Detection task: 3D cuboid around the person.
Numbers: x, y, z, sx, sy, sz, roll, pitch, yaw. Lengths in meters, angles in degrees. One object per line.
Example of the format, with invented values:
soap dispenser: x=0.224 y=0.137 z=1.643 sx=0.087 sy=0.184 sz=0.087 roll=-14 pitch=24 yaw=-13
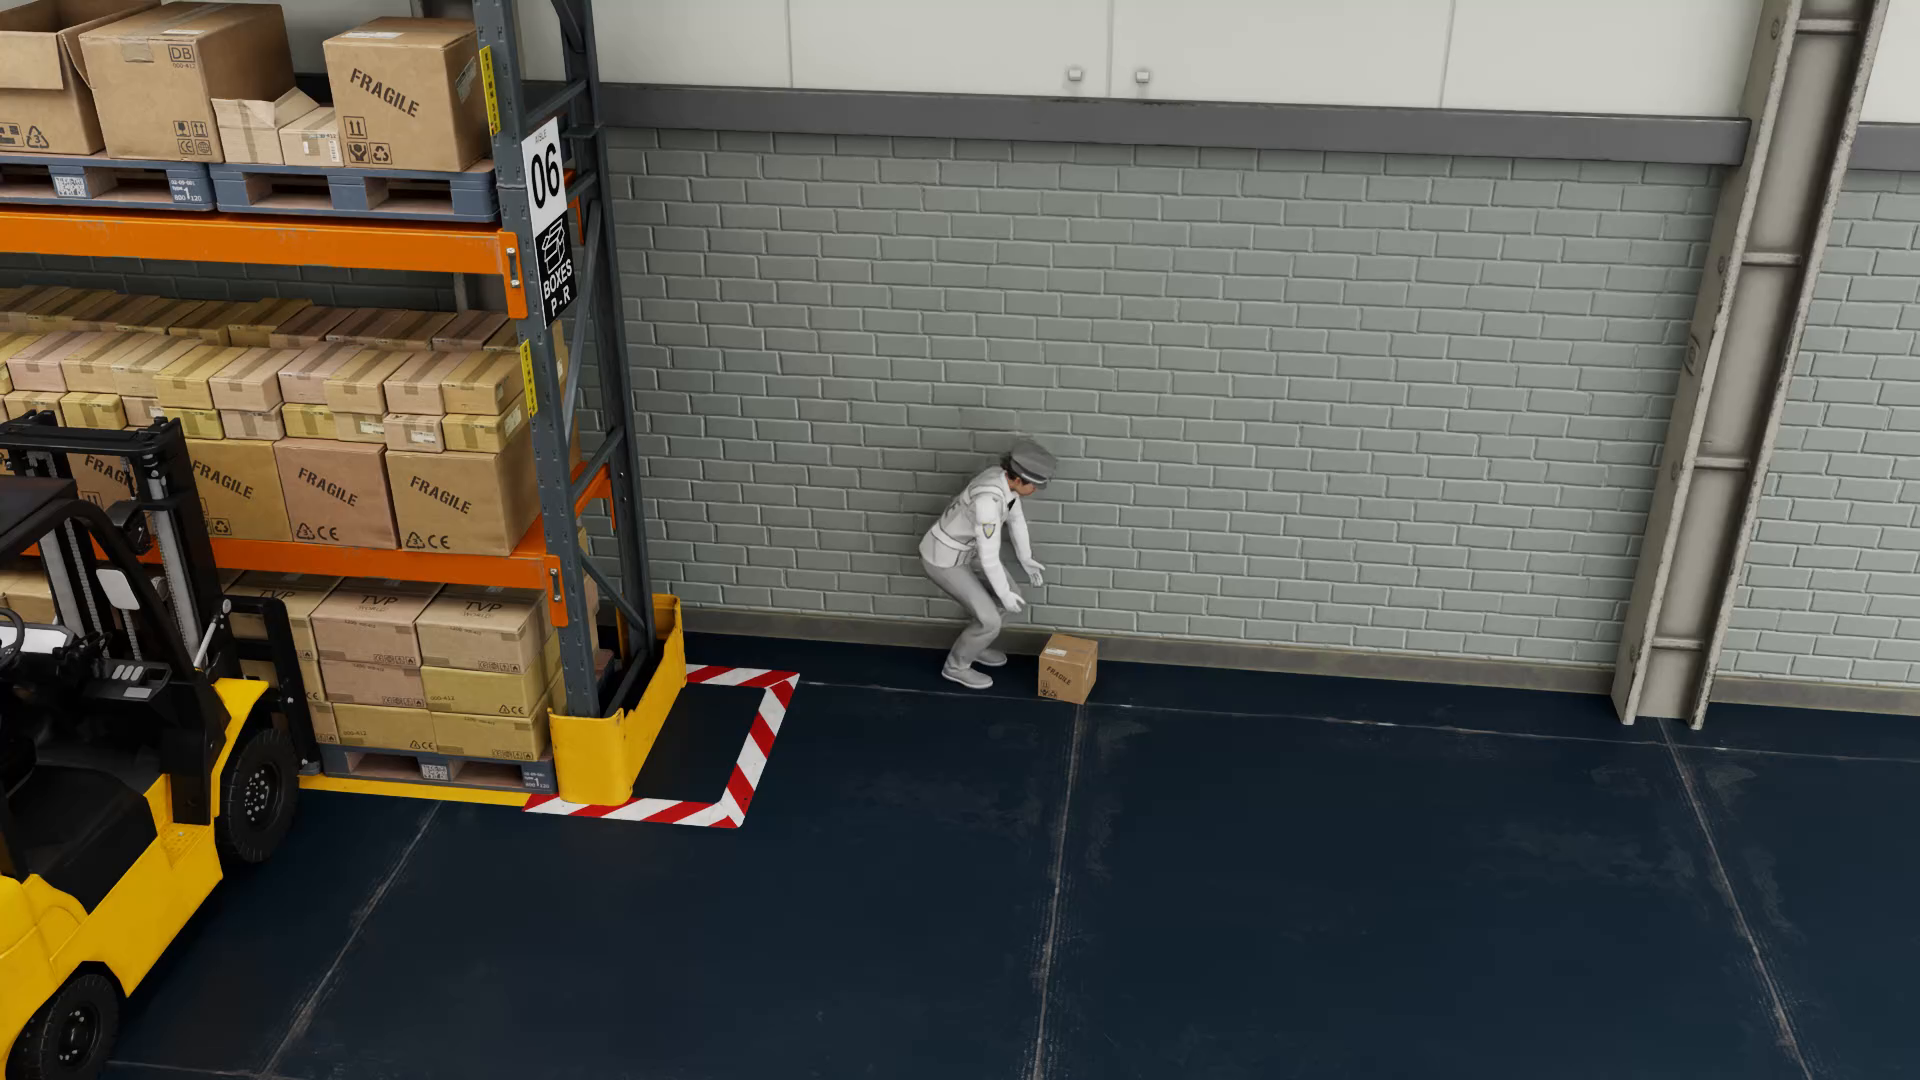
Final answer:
person: x=0.153 y=0.103 z=8.745 sx=0.709 sy=1.375 sz=0.535 roll=10 pitch=30 yaw=18
